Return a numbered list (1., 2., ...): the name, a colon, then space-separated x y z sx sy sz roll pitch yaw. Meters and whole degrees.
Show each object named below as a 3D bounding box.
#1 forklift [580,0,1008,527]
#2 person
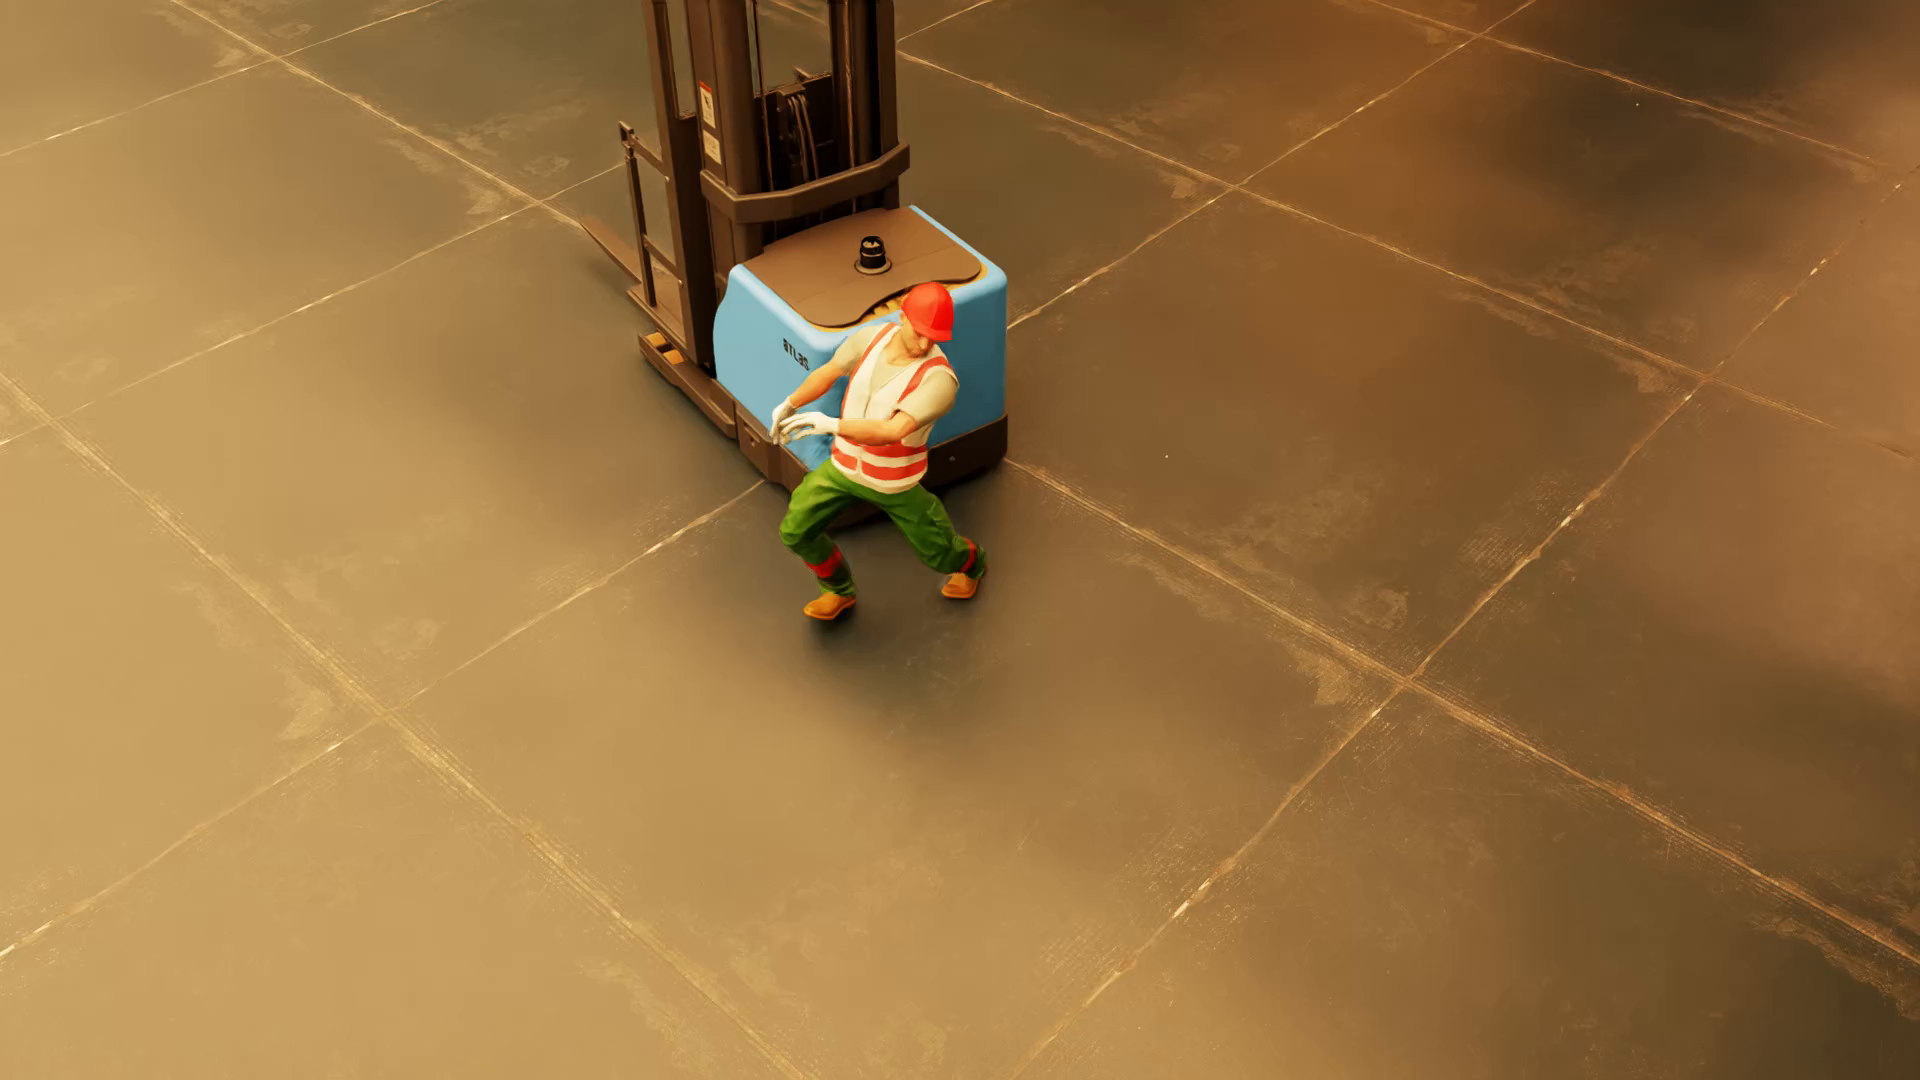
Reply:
1. forklift: -1.027 -2.093 7.868 1.130 2.935 3.031 -24 46 -26
2. person: -0.407 -0.318 6.800 0.861 1.614 0.863 20 44 21
